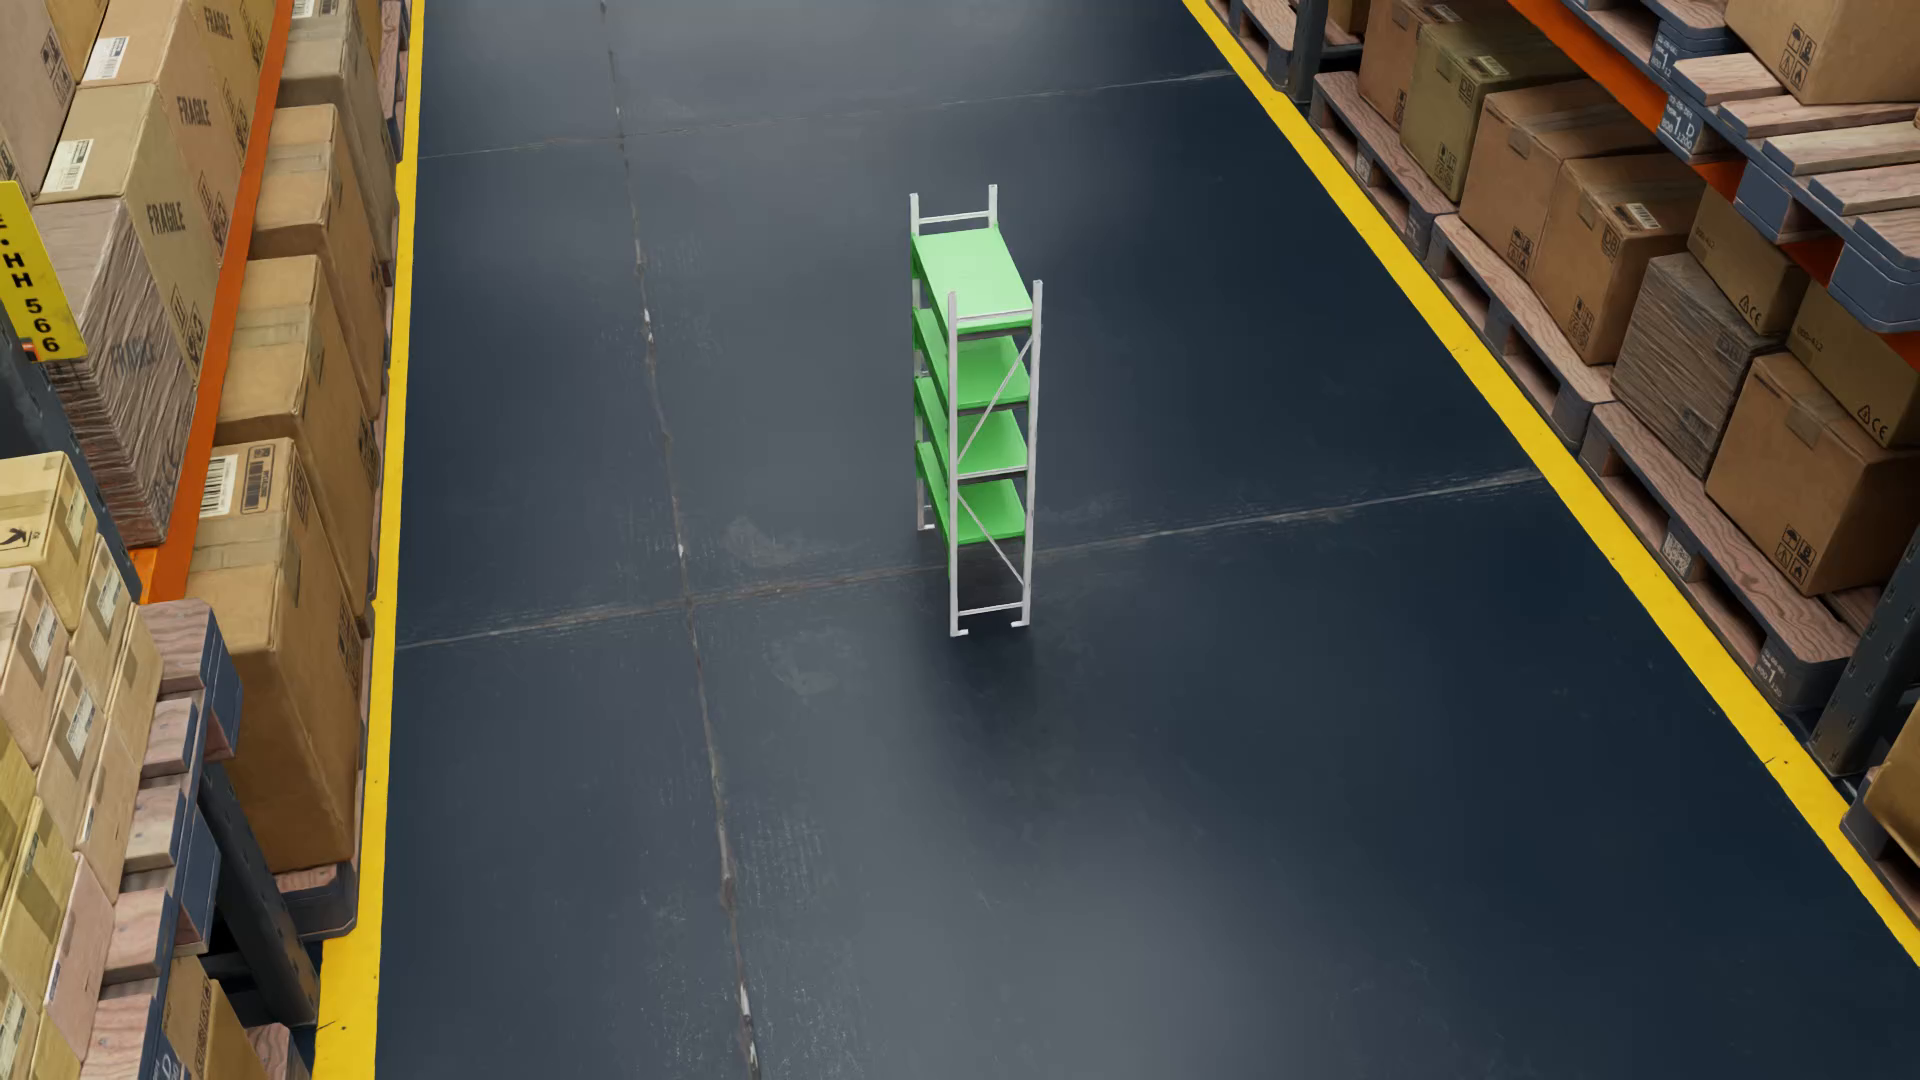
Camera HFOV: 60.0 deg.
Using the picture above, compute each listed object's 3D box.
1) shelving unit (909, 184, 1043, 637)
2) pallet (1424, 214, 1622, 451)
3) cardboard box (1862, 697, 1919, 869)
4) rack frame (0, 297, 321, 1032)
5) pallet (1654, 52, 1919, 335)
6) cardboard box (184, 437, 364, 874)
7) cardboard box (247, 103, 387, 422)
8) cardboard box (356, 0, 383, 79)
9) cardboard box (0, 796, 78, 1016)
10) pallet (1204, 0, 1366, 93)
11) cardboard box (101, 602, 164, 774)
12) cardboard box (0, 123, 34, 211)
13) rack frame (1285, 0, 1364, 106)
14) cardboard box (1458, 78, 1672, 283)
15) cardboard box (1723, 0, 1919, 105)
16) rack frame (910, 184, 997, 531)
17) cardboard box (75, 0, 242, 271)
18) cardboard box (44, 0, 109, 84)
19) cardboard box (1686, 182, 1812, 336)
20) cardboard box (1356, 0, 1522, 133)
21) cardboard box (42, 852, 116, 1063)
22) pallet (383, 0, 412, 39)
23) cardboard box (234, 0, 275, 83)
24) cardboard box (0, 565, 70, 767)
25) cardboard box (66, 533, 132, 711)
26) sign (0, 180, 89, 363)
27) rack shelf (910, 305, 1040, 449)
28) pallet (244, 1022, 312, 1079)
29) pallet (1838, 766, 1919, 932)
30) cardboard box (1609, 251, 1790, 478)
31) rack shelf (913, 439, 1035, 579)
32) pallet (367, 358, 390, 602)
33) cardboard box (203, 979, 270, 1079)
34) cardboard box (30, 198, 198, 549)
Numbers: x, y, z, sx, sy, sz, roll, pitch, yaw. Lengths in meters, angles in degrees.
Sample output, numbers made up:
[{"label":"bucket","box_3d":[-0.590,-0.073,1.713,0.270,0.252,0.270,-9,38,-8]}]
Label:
[{"label":"shelving unit","box_3d":[0.036,-0.341,4.731,0.258,1.200,0.503,-8,42,-9]},{"label":"pallet","box_3d":[2.411,-0.834,6.030,1.003,0.211,1.213,-8,42,-9]},{"label":"cardboard box","box_3d":[2.967,0.507,3.703,1.225,0.875,0.875,-10,43,-11]},{"label":"rack frame","box_3d":[-2.027,0.064,2.918,1.000,3.000,0.127,-8,42,-9]},{"label":"pallet","box_3d":[2.580,-0.956,4.212,1.213,0.211,1.003,-8,42,-9]},{"label":"cardboard box","box_3d":[-2.070,0.341,3.985,1.050,0.750,0.750,-9,42,-10]},{"label":"cardboard box","box_3d":[-2.464,-0.829,5.302,1.050,0.750,0.750,-8,42,-9]},{"label":"cardboard box","box_3d":[-2.957,-2.309,6.875,0.875,0.875,0.875,-8,42,-9]},{"label":"cardboard box","box_3d":[-1.357,0.488,2.090,0.380,0.149,0.250,-7,42,-8]},{"label":"pallet","box_3d":[1.795,-2.561,7.976,1.003,0.211,1.213,-8,42,-9]},{"label":"cardboard box","box_3d":[-1.471,0.255,2.576,0.380,0.149,0.250,-8,42,-9]},{"label":"cardboard box","box_3d":[-2.114,-0.639,2.882,0.700,0.500,0.500,-9,42,-10]},{"label":"rack frame","box_3d":[1.975,-3.174,6.566,1.000,3.000,0.127,-8,42,-9]},{"label":"cardboard box","box_3d":[2.292,-1.328,6.038,0.700,0.500,0.500,-12,43,-13]},{"label":"cardboard box","box_3d":[2.464,-1.467,4.252,0.700,0.500,0.500,-3,42,-3]},{"label":"rack frame","box_3d":[-0.017,-0.500,4.909,0.240,1.200,0.015,-8,42,-9]},{"label":"cardboard box","box_3d":[-2.081,-0.959,3.995,0.500,0.500,0.500,-8,42,-9]},{"label":"cardboard box","box_3d":[-2.337,-1.299,3.626,0.700,0.500,0.500,-9,42,-10]},{"label":"cardboard box","box_3d":[2.540,-0.863,4.950,0.500,0.250,0.500,-4,42,-4]},{"label":"cardboard box","box_3d":[2.086,-2.002,6.798,0.700,0.500,0.500,-11,43,-13]},{"label":"cardboard box","box_3d":[-1.364,0.583,2.206,0.380,0.149,0.250,-8,42,-9]},{"label":"pallet","box_3d":[-3.245,-2.782,8.225,1.003,0.211,1.213,-8,42,-9]},{"label":"cardboard box","box_3d":[-2.298,-1.611,4.730,0.500,0.500,0.500,-8,42,-9]},{"label":"cardboard box","box_3d":[-1.421,0.194,2.197,0.380,0.149,0.250,-9,42,-10]},{"label":"cardboard box","box_3d":[-1.475,0.145,2.476,0.380,0.149,0.250,-8,42,-8]},{"label":"sign","box_3d":[-1.499,-0.423,2.654,0.100,0.325,0.005,-8,42,-9]},{"label":"rack shelf","box_3d":[0.036,-0.473,4.614,0.258,0.148,0.480,-8,42,-9]},{"label":"pallet","box_3d":[-1.859,1.614,3.273,1.003,0.211,1.213,-8,42,-9]},{"label":"pallet","box_3d":[2.935,0.984,3.983,1.003,0.211,1.213,-8,42,-9]},{"label":"cardboard box","box_3d":[2.542,-0.600,5.218,0.700,0.500,0.500,-12,43,-13]},{"label":"rack shelf","box_3d":[0.036,-0.114,4.933,0.258,0.148,0.480,-8,42,-9]},{"label":"pallet","box_3d":[-2.383,-0.204,5.321,1.003,0.211,1.213,-8,42,-9]},{"label":"cardboard box","box_3d":[-1.629,1.231,3.170,0.500,0.500,0.500,-9,42,-9]},{"label":"cardboard box","box_3d":[-1.860,-0.303,3.256,0.500,0.500,0.500,-8,42,-9]}]
